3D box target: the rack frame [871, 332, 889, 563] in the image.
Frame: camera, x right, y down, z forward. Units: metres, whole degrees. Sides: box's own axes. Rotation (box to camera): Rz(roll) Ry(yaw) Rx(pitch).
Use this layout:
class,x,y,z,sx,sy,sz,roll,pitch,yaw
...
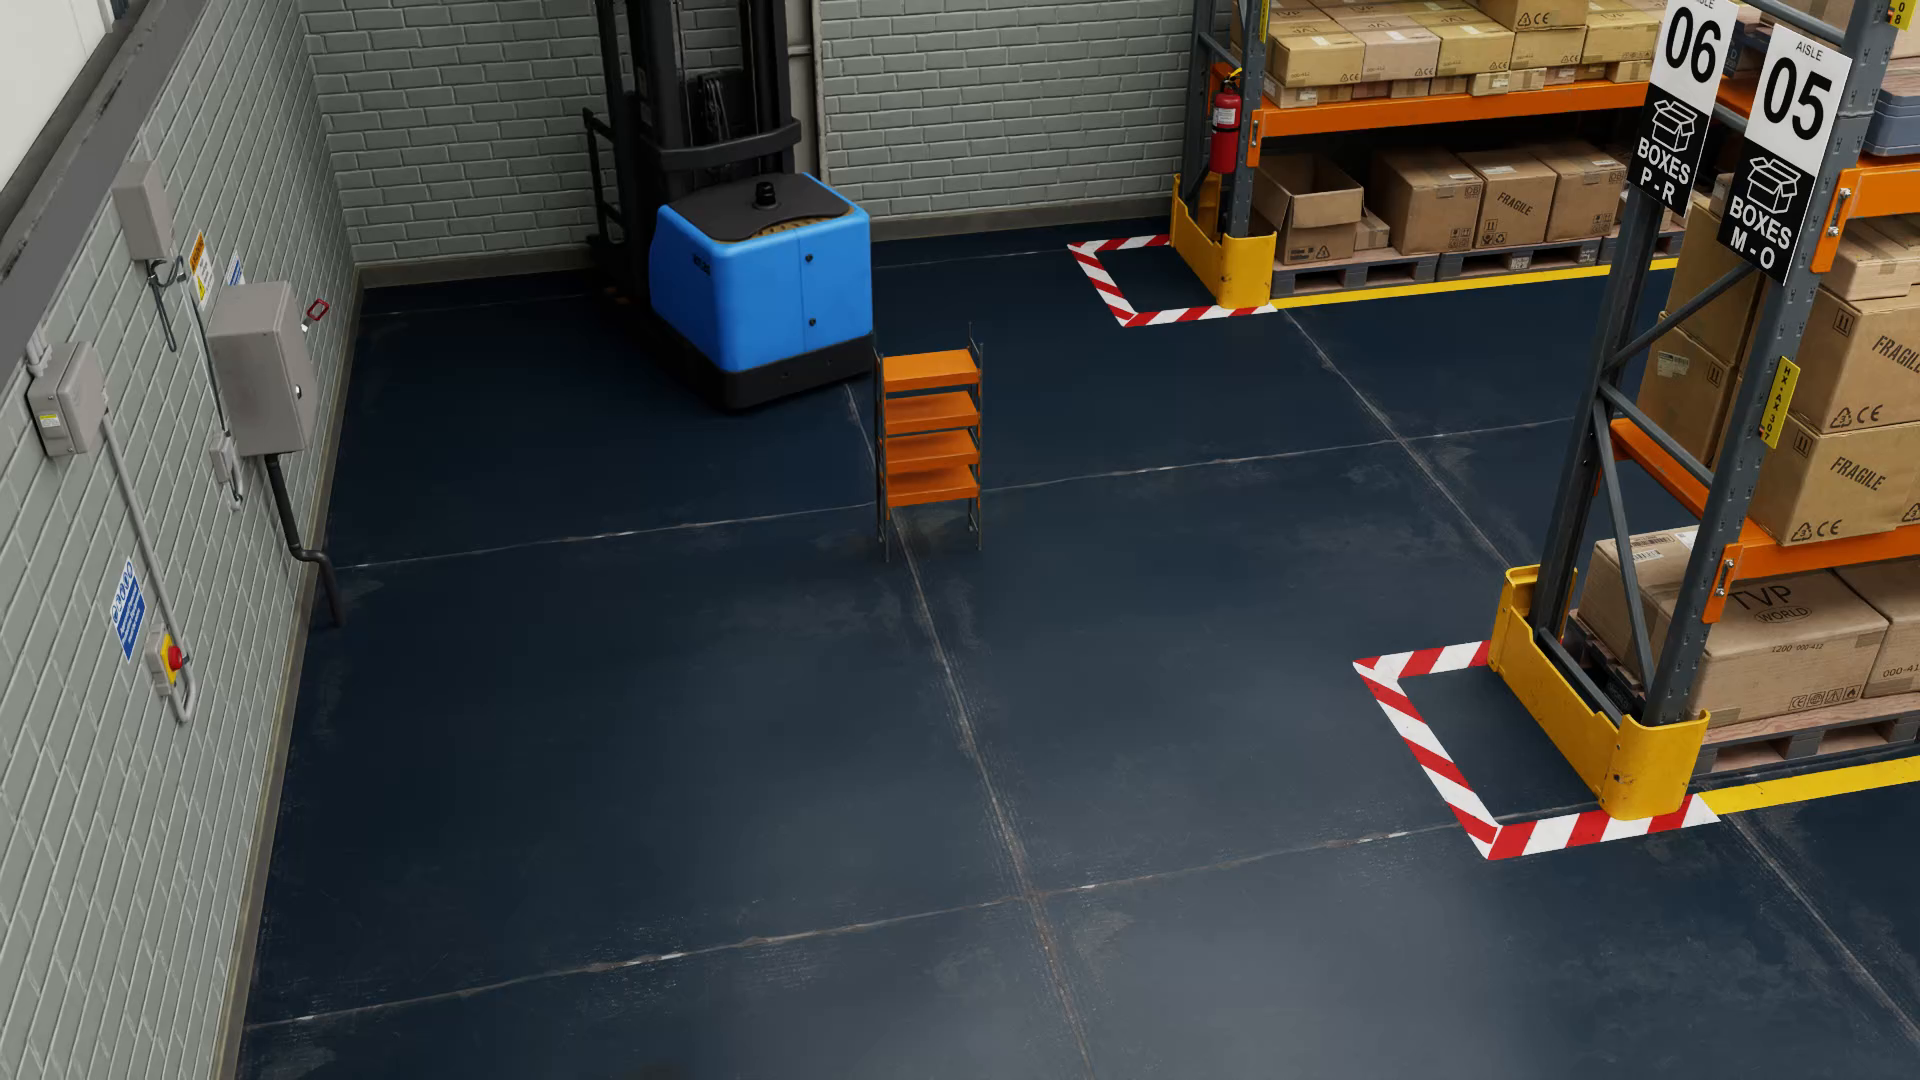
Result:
class,x,y,z,sx,sy,sz,roll,pitch,yaw
rack frame,-0.399,-0.448,8.341,0.015,1.200,0.240,-7,35,-11

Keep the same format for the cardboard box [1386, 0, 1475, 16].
class,x,y,z,sx,sy,sz,roll,pitch,yaw
cardboard box,3.085,-3.479,11.111,0.500,0.250,0.500,-6,34,-9

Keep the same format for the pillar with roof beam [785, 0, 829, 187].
class,x,y,z,sx,sy,sz,roll,pitch,yaw
pillar with roof beam,-0.171,-3.406,5.750,0.400,9.000,9.100,-7,35,-11

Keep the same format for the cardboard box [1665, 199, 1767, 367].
class,x,y,z,sx,sy,sz,roll,pitch,yaw
cardboard box,3.224,-1.044,6.627,0.500,0.500,0.500,-6,34,-9

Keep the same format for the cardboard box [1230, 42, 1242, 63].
class,x,y,z,sx,sy,sz,roll,pitch,yaw
cardboard box,1.972,-3.179,11.020,0.250,0.149,0.380,-8,35,-11

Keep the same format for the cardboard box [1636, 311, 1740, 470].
class,x,y,z,sx,sy,sz,roll,pitch,yaw
cardboard box,3.218,-0.644,6.927,0.500,0.500,0.500,-7,34,-10

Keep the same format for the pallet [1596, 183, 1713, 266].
class,x,y,z,sx,sy,sz,roll,pitch,yaw
pallet,4.939,-2.346,12.057,1.213,0.211,1.003,-7,35,-11

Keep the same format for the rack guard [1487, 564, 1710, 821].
class,x,y,z,sx,sy,sz,roll,pitch,yaw
rack guard,2.783,0.642,7.345,0.348,0.500,1.175,-7,35,-11

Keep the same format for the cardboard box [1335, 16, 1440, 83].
class,x,y,z,sx,sy,sz,roll,pitch,yaw
cardboard box,2.701,-3.129,10.588,0.500,0.250,0.500,-7,34,-10

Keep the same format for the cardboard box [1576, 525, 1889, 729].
class,x,y,z,sx,sy,sz,roll,pitch,yaw
cardboard box,3.428,0.355,7.451,0.875,0.438,0.875,-8,35,-12

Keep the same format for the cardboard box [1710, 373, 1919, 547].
class,x,y,z,sx,sy,sz,roll,pitch,yaw
cardboard box,3.338,-0.343,6.480,0.500,0.500,0.500,-7,35,-11

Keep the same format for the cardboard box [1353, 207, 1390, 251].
class,x,y,z,sx,sy,sz,roll,pitch,yaw
cardboard box,2.748,-2.142,11.431,0.250,0.149,0.380,-9,35,-12

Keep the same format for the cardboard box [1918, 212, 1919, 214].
class,x,y,z,sx,sy,sz,roll,pitch,yaw
cardboard box,3.588,-1.400,6.575,0.250,0.149,0.380,-8,35,-11

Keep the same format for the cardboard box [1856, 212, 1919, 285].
class,x,y,z,sx,sy,sz,roll,pitch,yaw
cardboard box,3.453,-1.089,6.112,0.250,0.149,0.380,-6,34,-9

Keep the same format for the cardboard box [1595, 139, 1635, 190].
class,x,y,z,sx,sy,sz,roll,pitch,yaw
cardboard box,4.912,-2.693,12.107,0.500,0.311,0.500,-6,34,-9

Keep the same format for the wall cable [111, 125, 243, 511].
class,x,y,z,sx,sy,sz,roll,pitch,yaw
wall cable,-3.013,-0.884,6.464,0.122,1.984,0.588,-7,35,-11

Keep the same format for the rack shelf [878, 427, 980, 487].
class,x,y,z,sx,sy,sz,roll,pitch,yaw
rack shelf,-0.161,-0.422,8.423,0.480,0.148,0.258,-7,35,-11

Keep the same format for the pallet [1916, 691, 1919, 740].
class,x,y,z,sx,sy,sz,roll,pitch,yaw
pallet,4.756,0.470,7.860,1.213,0.211,1.003,-7,35,-11

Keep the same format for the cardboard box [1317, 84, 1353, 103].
class,x,y,z,sx,sy,sz,roll,pitch,yaw
cardboard box,2.327,-2.940,10.664,0.250,0.149,0.380,-6,34,-9

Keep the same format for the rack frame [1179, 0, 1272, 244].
class,x,y,z,sx,sy,sz,roll,pitch,yaw
rack frame,1.708,-3.096,10.672,0.127,3.000,1.000,-7,35,-11

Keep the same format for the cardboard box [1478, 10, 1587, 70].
class,x,y,z,sx,sy,sz,roll,pitch,yaw
cardboard box,3.689,-3.267,10.795,0.500,0.250,0.500,-8,35,-12

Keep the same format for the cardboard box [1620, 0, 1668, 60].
class,x,y,z,sx,sy,sz,roll,pitch,yaw
cardboard box,4.681,-3.384,10.969,0.500,0.250,0.500,-7,35,-10

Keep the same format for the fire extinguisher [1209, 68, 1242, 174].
class,x,y,z,sx,sy,sz,roll,pitch,yaw
fire extinguisher,1.666,-2.640,10.396,0.183,0.674,0.296,-7,35,-11

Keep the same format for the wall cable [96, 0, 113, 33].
class,x,y,z,sx,sy,sz,roll,pitch,yaw
wall cable,-2.843,-2.447,4.320,0.029,3.000,2.355,-7,35,-11

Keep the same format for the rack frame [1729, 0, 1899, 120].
class,x,y,z,sx,sy,sz,roll,pitch,yaw
rack frame,2.806,-2.890,4.981,0.127,3.000,1.000,-7,35,-11

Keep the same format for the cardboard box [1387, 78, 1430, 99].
class,x,y,z,sx,sy,sz,roll,pitch,yaw
cardboard box,2.835,-2.989,10.737,0.250,0.149,0.380,-6,34,-9

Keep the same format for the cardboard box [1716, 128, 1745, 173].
class,x,y,z,sx,sy,sz,roll,pitch,yaw
cardboard box,6.023,-2.945,12.314,0.500,0.500,0.500,-7,35,-11

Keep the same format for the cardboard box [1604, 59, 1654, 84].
class,x,y,z,sx,sy,sz,roll,pitch,yaw
cardboard box,4.352,-3.154,10.984,0.250,0.149,0.380,-8,35,-11

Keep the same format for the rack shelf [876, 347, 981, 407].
class,x,y,z,sx,sy,sz,roll,pitch,yaw
rack shelf,-0.161,-0.804,8.166,0.480,0.148,0.258,-7,35,-11

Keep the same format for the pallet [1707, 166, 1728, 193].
class,x,y,z,sx,sy,sz,roll,pitch,yaw
pallet,6.394,-2.551,12.361,1.213,0.211,1.003,-7,35,-11

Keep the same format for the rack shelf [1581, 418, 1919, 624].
class,x,y,z,sx,sy,sz,roll,pitch,yaw
rack shelf,4.757,-0.346,7.219,4.000,0.370,1.077,-7,35,-11

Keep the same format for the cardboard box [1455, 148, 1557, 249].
class,x,y,z,sx,sy,sz,roll,pitch,yaw
cardboard box,3.705,-2.351,11.428,0.500,0.500,0.500,-7,34,-10

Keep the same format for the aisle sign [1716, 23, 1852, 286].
class,x,y,z,sx,sy,sz,roll,pitch,yaw
aisle sign,2.800,-1.312,5.680,0.004,0.787,0.394,-7,35,-11

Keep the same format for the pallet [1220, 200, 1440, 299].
class,x,y,z,sx,sy,sz,roll,pitch,yaw
pallet,2.559,-2.046,11.610,1.213,0.211,1.003,-7,35,-11

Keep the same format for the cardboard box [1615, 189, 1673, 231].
class,x,y,z,sx,sy,sz,roll,pitch,yaw
cardboard box,4.782,-2.355,11.644,0.258,0.266,0.396,-6,34,-9

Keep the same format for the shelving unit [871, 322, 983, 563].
class,x,y,z,sx,sy,sz,roll,pitch,yaw
shelving unit,-0.161,-0.478,8.385,0.503,1.200,0.258,-7,35,-11

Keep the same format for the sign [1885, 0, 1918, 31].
class,x,y,z,sx,sy,sz,roll,pitch,yaw
sign,2.923,-1.738,5.101,0.005,0.325,0.100,-7,35,-11

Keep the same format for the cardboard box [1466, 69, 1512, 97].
class,x,y,z,sx,sy,sz,roll,pitch,yaw
cardboard box,3.356,-3.015,10.776,0.250,0.149,0.380,-8,35,-12

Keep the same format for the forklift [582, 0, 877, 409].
class,x,y,z,sx,sy,sz,roll,pitch,yaw
forklift,-1.738,-2.770,10.247,1.130,2.935,3.031,-20,39,-27

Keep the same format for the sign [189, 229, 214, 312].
class,x,y,z,sx,sy,sz,roll,pitch,yaw
sign,-3.199,-1.140,7.016,0.001,0.242,0.339,-7,35,-11

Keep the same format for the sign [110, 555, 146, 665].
class,x,y,z,sx,sy,sz,roll,pitch,yaw
sign,-2.738,0.228,5.475,0.001,0.218,0.327,-7,35,-11

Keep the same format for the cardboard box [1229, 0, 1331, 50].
class,x,y,z,sx,sy,sz,roll,pitch,yaw
cardboard box,2.098,-3.358,10.930,0.500,0.250,0.500,-6,34,-9

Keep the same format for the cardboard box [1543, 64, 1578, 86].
class,x,y,z,sx,sy,sz,roll,pitch,yaw
cardboard box,3.845,-3.127,10.944,0.250,0.149,0.380,-7,35,-11
